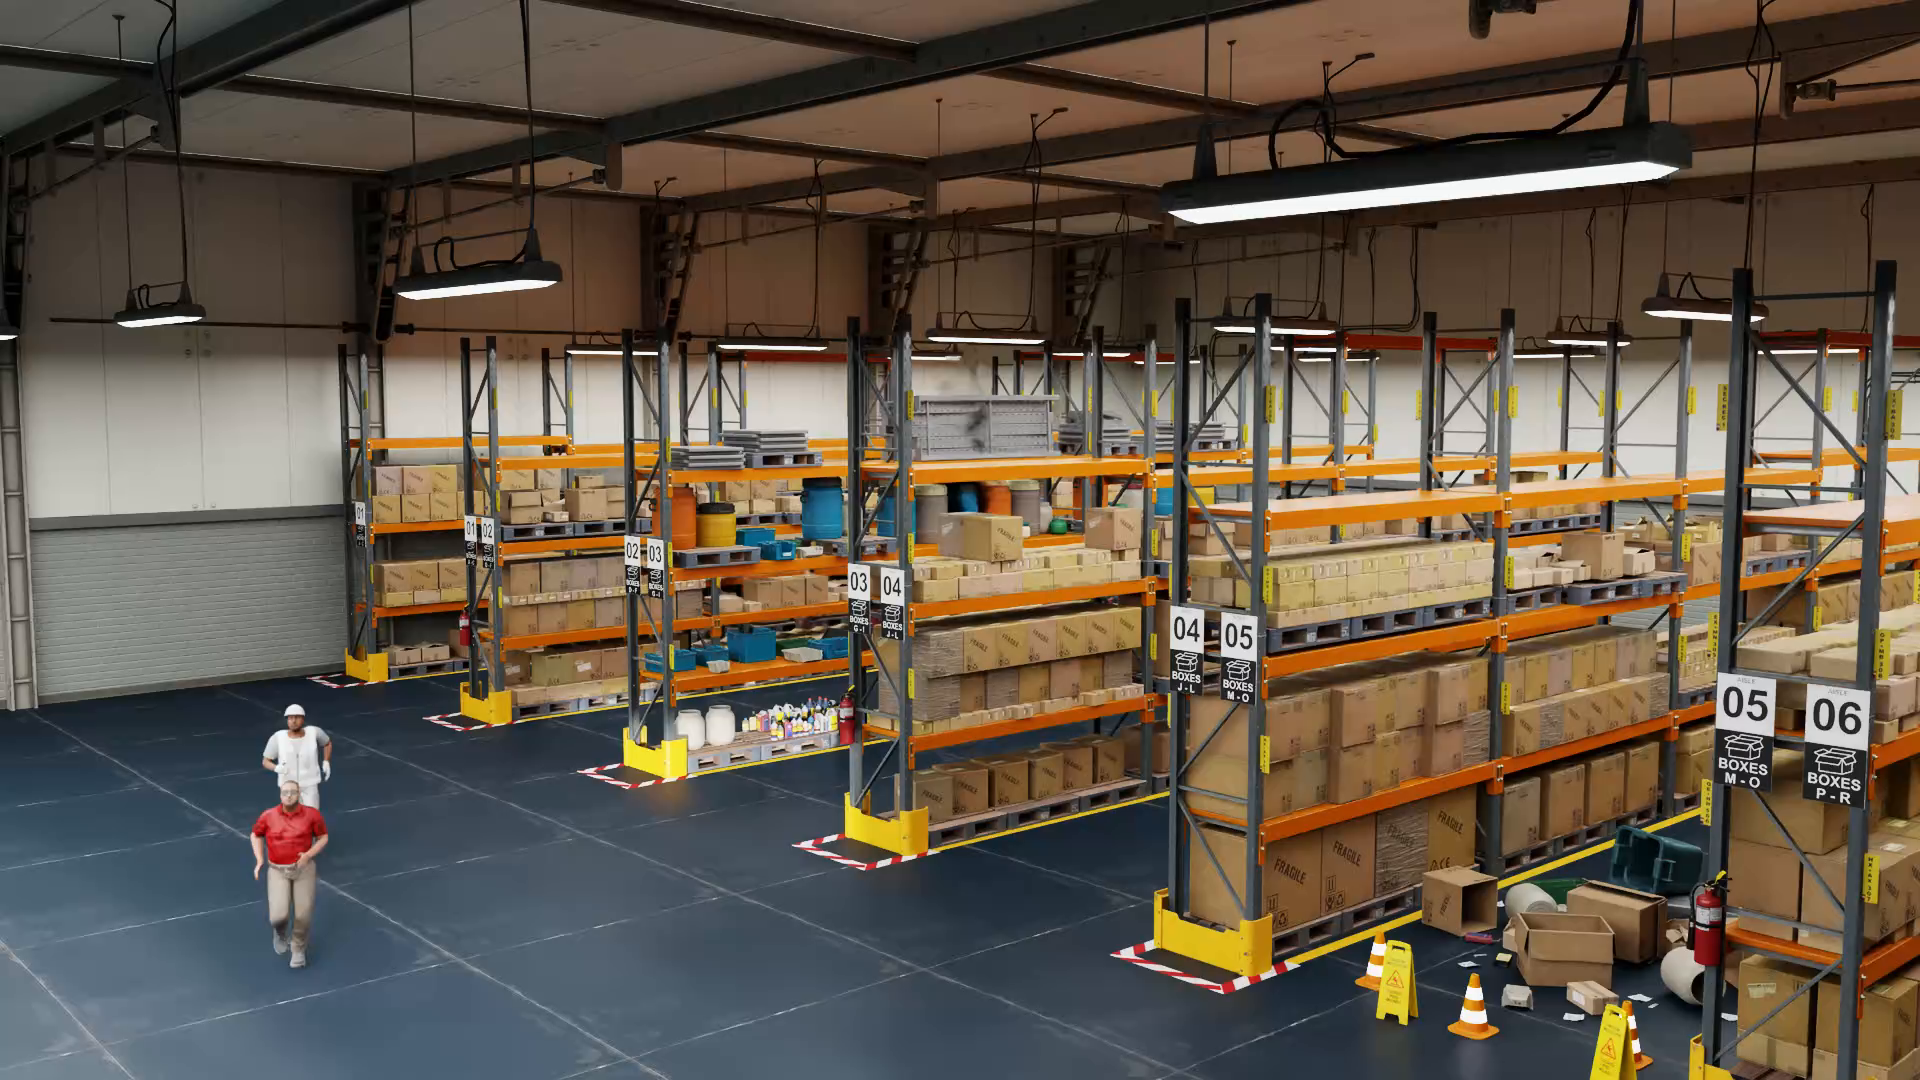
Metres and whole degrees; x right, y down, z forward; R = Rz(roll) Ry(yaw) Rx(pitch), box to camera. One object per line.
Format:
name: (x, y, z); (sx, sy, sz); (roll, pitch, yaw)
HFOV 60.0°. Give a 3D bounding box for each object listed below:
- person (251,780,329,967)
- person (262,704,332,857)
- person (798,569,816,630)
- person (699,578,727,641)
person: (-5.994, 2.999, 14.894); (0.657, 1.680, 0.590); (-2, 5, -21)
person: (-7.133, 2.675, 17.916); (0.683, 1.835, 0.856); (-2, 5, -17)
person: (-3.038, 1.349, 33.595); (0.585, 1.640, 0.669); (4, 7, 40)
person: (-4.642, 1.532, 31.233); (0.657, 1.676, 0.575); (5, 7, 43)
